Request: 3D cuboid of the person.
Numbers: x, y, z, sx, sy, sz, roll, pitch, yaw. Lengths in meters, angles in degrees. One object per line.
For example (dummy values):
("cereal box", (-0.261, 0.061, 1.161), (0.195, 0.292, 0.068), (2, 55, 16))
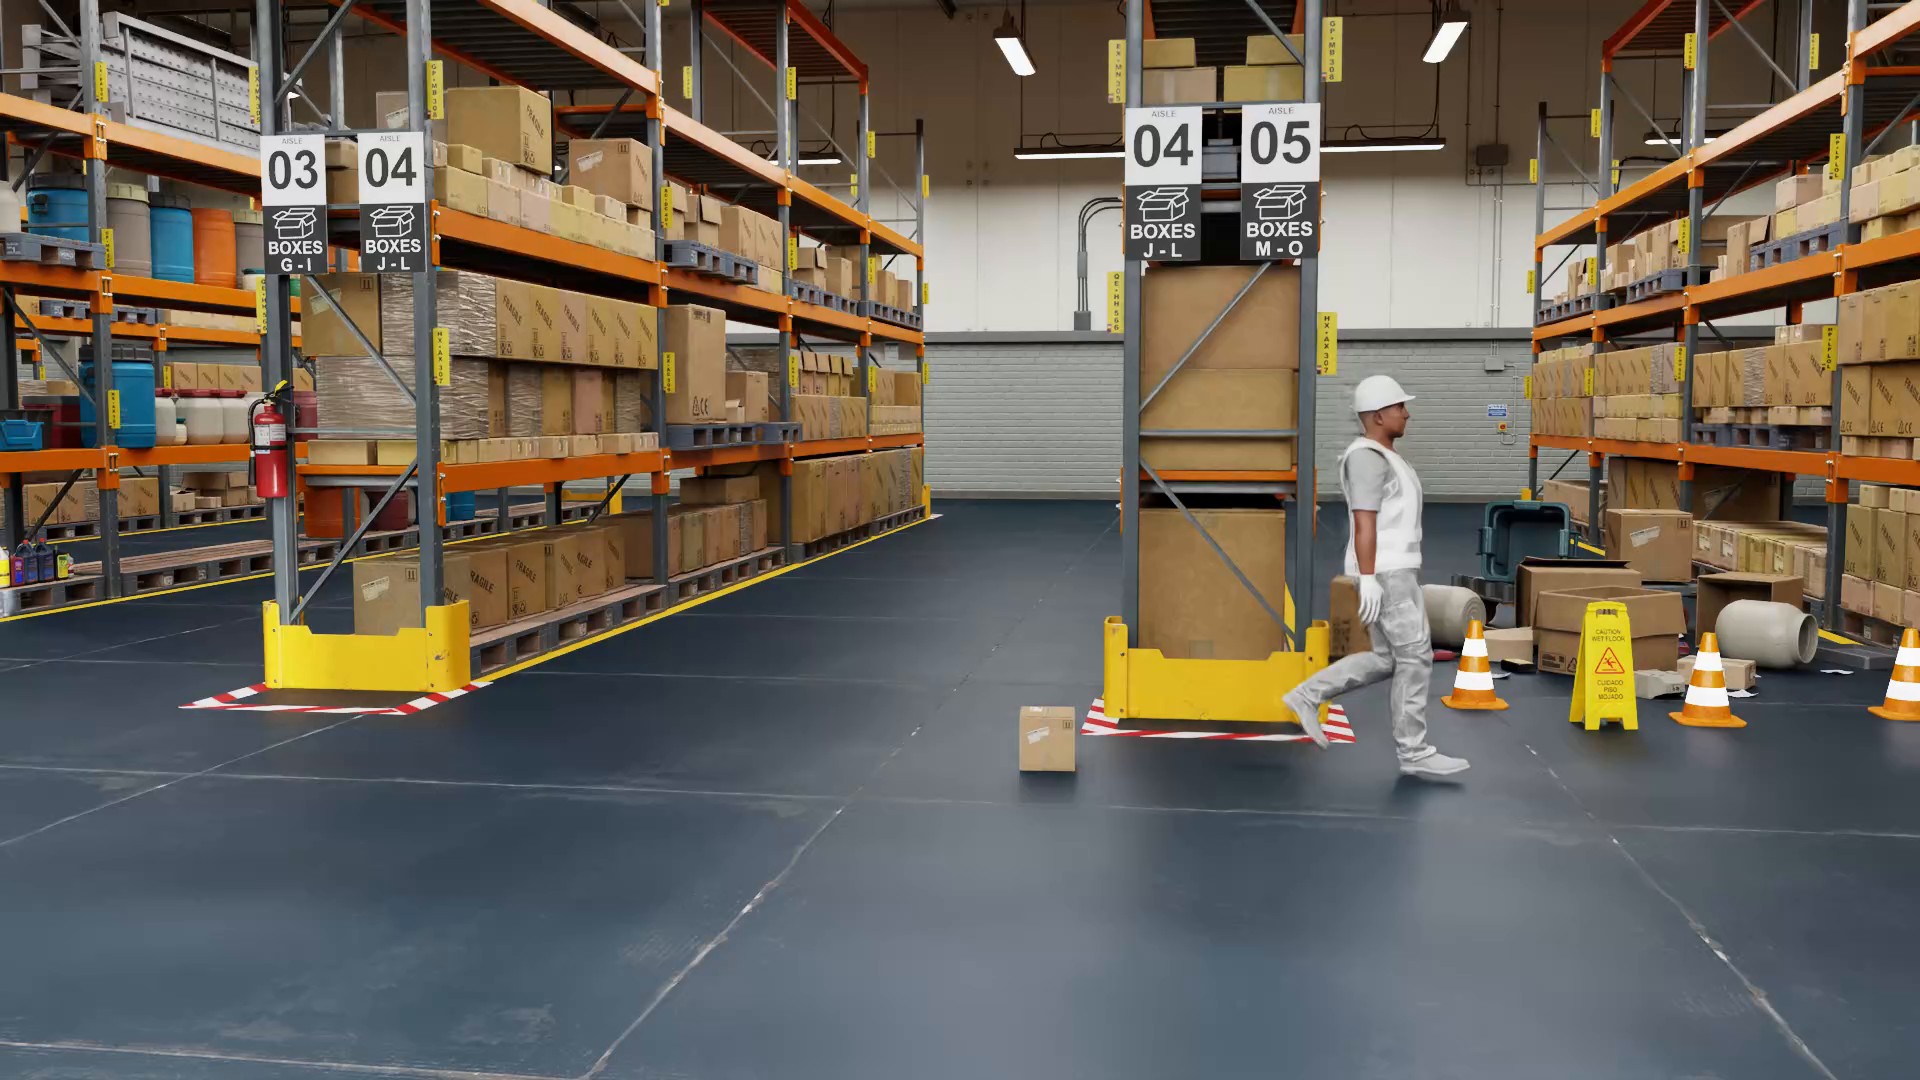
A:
("person", (1.865, 0.147, 7.442), (0.843, 1.761, 0.568), (2, 5, 19))
